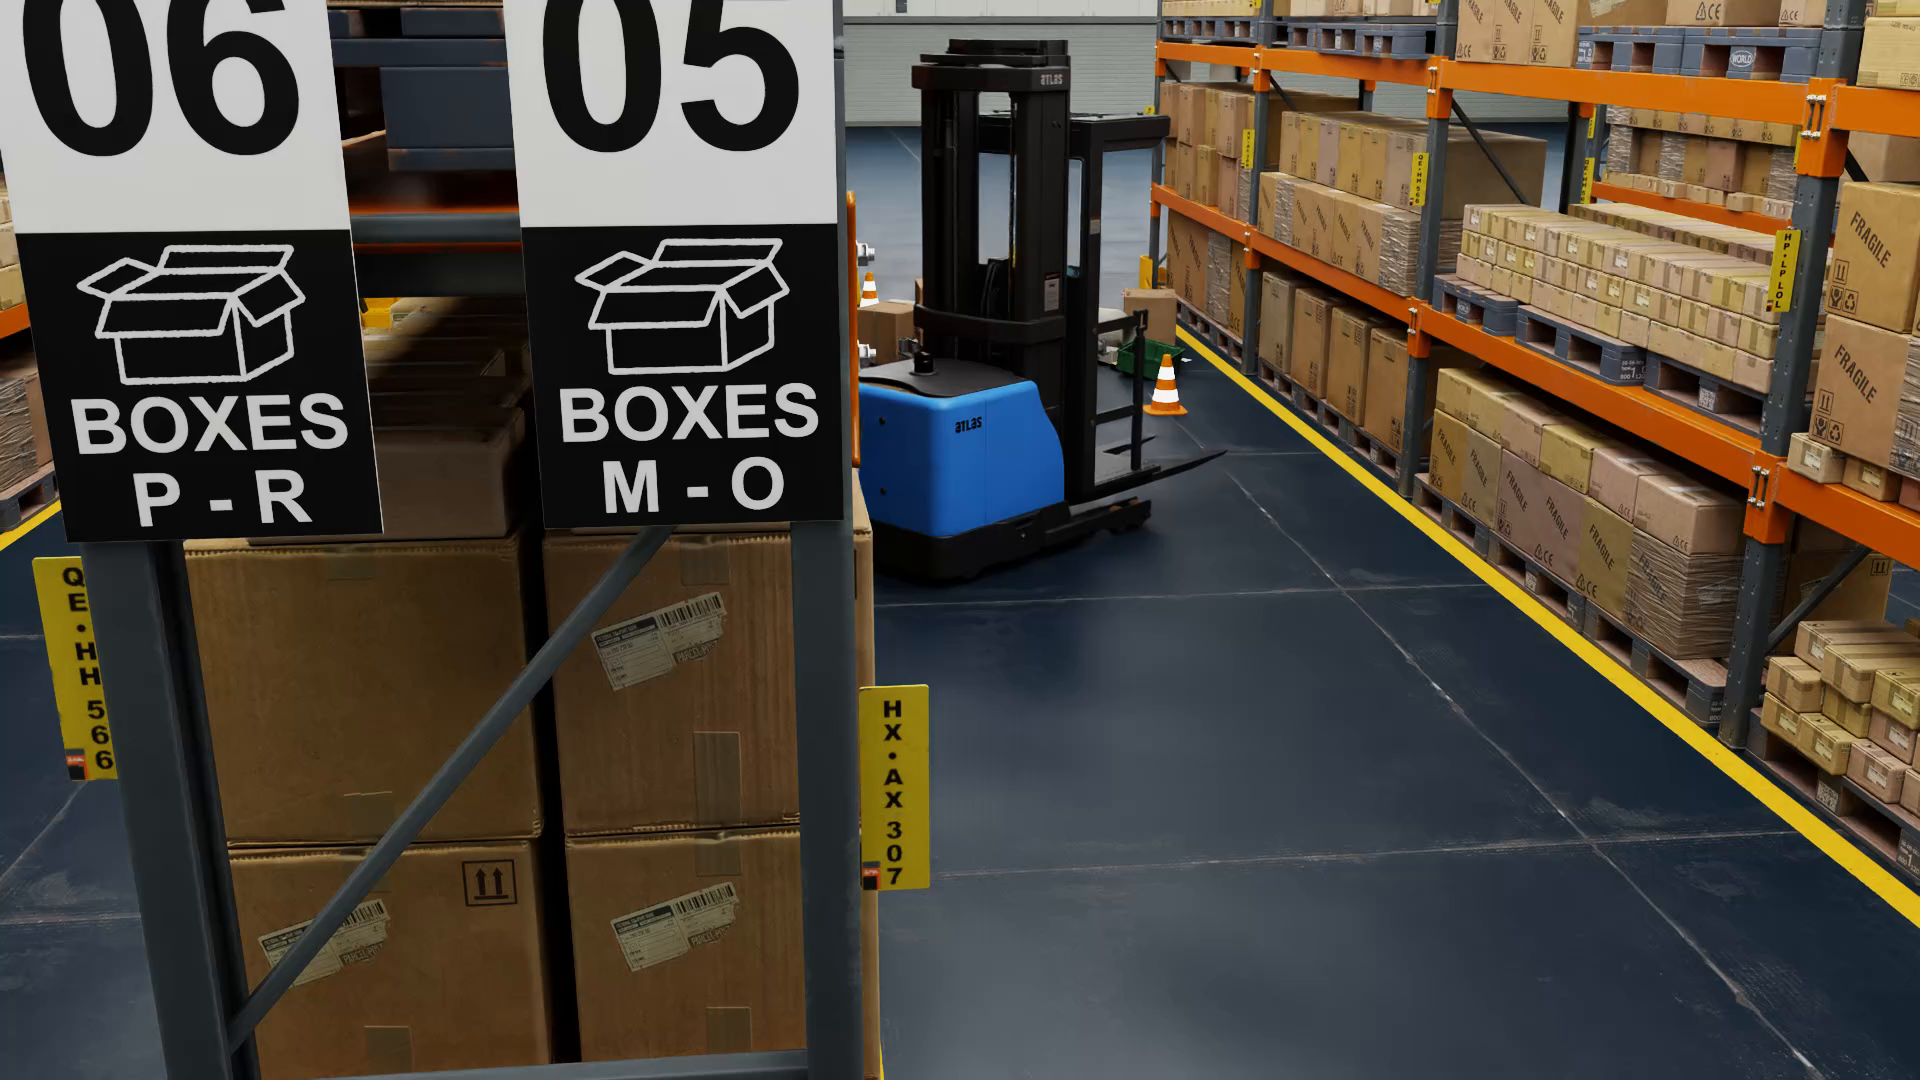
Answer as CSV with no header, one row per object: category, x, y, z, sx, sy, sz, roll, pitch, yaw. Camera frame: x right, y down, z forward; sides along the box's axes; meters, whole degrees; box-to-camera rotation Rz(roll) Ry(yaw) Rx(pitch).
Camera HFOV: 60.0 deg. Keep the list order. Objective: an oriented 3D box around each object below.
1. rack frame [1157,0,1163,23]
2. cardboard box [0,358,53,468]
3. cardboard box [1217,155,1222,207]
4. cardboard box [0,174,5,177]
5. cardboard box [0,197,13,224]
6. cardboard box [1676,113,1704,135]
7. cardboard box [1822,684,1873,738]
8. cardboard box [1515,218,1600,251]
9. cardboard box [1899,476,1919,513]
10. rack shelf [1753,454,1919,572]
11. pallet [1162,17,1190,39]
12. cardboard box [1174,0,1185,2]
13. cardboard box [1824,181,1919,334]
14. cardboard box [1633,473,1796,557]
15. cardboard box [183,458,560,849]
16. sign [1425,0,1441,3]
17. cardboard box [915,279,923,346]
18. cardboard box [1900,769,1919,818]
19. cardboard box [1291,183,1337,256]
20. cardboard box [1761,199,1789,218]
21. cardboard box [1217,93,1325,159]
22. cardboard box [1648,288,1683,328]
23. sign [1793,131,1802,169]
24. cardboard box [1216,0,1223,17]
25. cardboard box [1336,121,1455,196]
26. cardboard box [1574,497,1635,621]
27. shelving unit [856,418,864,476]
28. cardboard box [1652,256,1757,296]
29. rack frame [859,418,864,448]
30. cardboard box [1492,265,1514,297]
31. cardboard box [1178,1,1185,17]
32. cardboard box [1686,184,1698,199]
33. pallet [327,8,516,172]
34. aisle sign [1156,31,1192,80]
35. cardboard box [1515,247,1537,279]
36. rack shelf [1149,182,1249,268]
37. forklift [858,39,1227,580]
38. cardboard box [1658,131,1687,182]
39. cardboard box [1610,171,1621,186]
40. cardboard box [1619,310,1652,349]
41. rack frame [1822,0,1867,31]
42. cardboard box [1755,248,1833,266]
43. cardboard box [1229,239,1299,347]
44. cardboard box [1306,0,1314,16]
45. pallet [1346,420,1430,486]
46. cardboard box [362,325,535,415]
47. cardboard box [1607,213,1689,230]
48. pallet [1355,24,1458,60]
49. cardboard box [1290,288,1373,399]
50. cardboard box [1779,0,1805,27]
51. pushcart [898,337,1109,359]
rack frame,2.615,-6.981,17.390,1.000,3.000,0.127,-2,18,-6
cardboard box,-6.536,-0.846,11.127,0.875,0.625,0.625,-1,17,-4
cardboard box,2.960,-3.436,15.863,0.875,0.550,0.550,-2,18,-6
cardboard box,-6.952,-2.604,12.214,0.380,0.149,0.250,-2,18,-6
cardboard box,-6.270,-2.092,10.583,0.380,0.149,0.250,-2,17,-5
cardboard box,7.500,-4.290,16.500,0.500,0.500,0.500,-2,18,-6
cardboard box,3.687,0.665,6.614,0.380,0.149,0.250,-2,18,-5
cardboard box,3.373,-1.724,9.386,0.380,0.149,0.250,-3,18,-8
cardboard box,3.737,-0.177,6.152,0.380,0.149,0.250,-3,18,-8
rack shelf,4.059,0.395,5.111,1.077,0.370,4.000,-2,18,-6
pallet,2.702,-5.287,17.150,1.003,0.211,1.213,-2,18,-6
cardboard box,2.463,-5.566,16.775,0.500,0.250,0.500,-2,18,-6
cardboard box,3.657,-1.068,6.240,0.500,0.500,0.500,-1,17,-4
cardboard box,3.525,-0.123,7.782,0.500,0.250,0.500,-2,18,-7
cardboard box,-0.934,0.170,2.791,0.500,0.500,0.500,-1,17,-4
sign,2.888,-3.436,10.112,0.100,0.325,0.005,-2,18,-6
cardboard box,-0.118,-1.977,14.375,0.500,0.500,0.500,-2,18,-6
cardboard box,3.752,0.960,6.169,0.380,0.149,0.250,-2,18,-7
cardboard box,2.916,-2.510,12.999,0.500,0.500,0.500,-2,18,-6
cardboard box,7.641,-3.060,15.336,0.380,0.149,0.250,-2,18,-6
cardboard box,2.852,-3.785,15.173,0.875,0.550,0.550,-2,18,-6
cardboard box,3.532,-1.112,7.934,0.380,0.149,0.250,-2,18,-7
sign,7.433,-3.444,14.695,0.100,0.325,0.005,-2,18,-6
cardboard box,2.567,-4.888,15.281,0.380,0.149,0.250,-2,17,-5
cardboard box,3.242,-2.850,12.411,0.700,0.500,0.500,-2,18,-6
cardboard box,3.473,0.083,8.377,0.500,0.500,0.500,-2,18,-7
shelving unit,-0.725,-0.251,9.416,0.258,0.900,0.210,9,21,7
cardboard box,3.537,-1.257,7.898,0.380,0.149,0.250,-2,18,-6
rack frame,-0.707,-0.285,9.510,0.240,0.900,0.006,9,21,7
cardboard box,3.342,-1.516,9.717,0.380,0.149,0.250,-1,17,-3
cardboard box,2.411,-5.340,16.723,0.380,0.149,0.250,-2,18,-5
cardboard box,7.567,-3.510,16.768,0.380,0.149,0.250,-2,18,-6
pallet,-0.735,-0.778,2.789,1.003,0.211,1.213,-2,18,-6
aisle sign,2.310,-5.371,17.937,0.394,0.787,0.004,-2,18,-6
cardboard box,3.378,-1.572,9.399,0.380,0.149,0.250,-2,18,-5
rack shelf,2.822,-3.180,16.499,1.077,0.370,4.000,-2,18,-6
forklift,0.555,-1.539,10.186,1.130,2.935,3.031,16,23,41
cardboard box,7.768,-3.971,17.156,0.875,0.500,0.500,-2,18,-6
cardboard box,7.358,-3.955,18.186,0.380,0.149,0.250,-2,18,-6
cardboard box,3.504,-1.045,8.218,0.380,0.149,0.250,-3,18,-8
rack frame,3.853,-3.406,6.003,1.000,3.000,0.127,-2,18,-6
cardboard box,4.161,-1.350,8.193,0.380,0.149,0.250,-2,18,-6
cardboard box,3.033,-2.303,15.352,0.875,0.875,0.875,-2,17,-5
cardboard box,2.888,-4.170,12.995,0.250,0.149,0.380,-2,18,-6
pallet,3.434,-0.642,11.870,1.003,0.211,1.213,-2,18,-6
cardboard box,-1.029,-0.329,3.299,0.380,0.149,0.250,-1,17,-4
cardboard box,3.998,-1.815,9.676,0.380,0.149,0.250,-1,17,-4
pallet,3.321,-3.267,10.882,1.213,0.211,1.003,-1,17,-3
cardboard box,3.277,-1.585,13.271,1.050,0.750,0.750,-2,18,-6
cardboard box,3.971,-2.401,7.258,0.500,0.311,0.500,-2,18,-6
pushcart,0.377,-1.578,14.575,1.648,0.377,0.936,-8,19,-25
